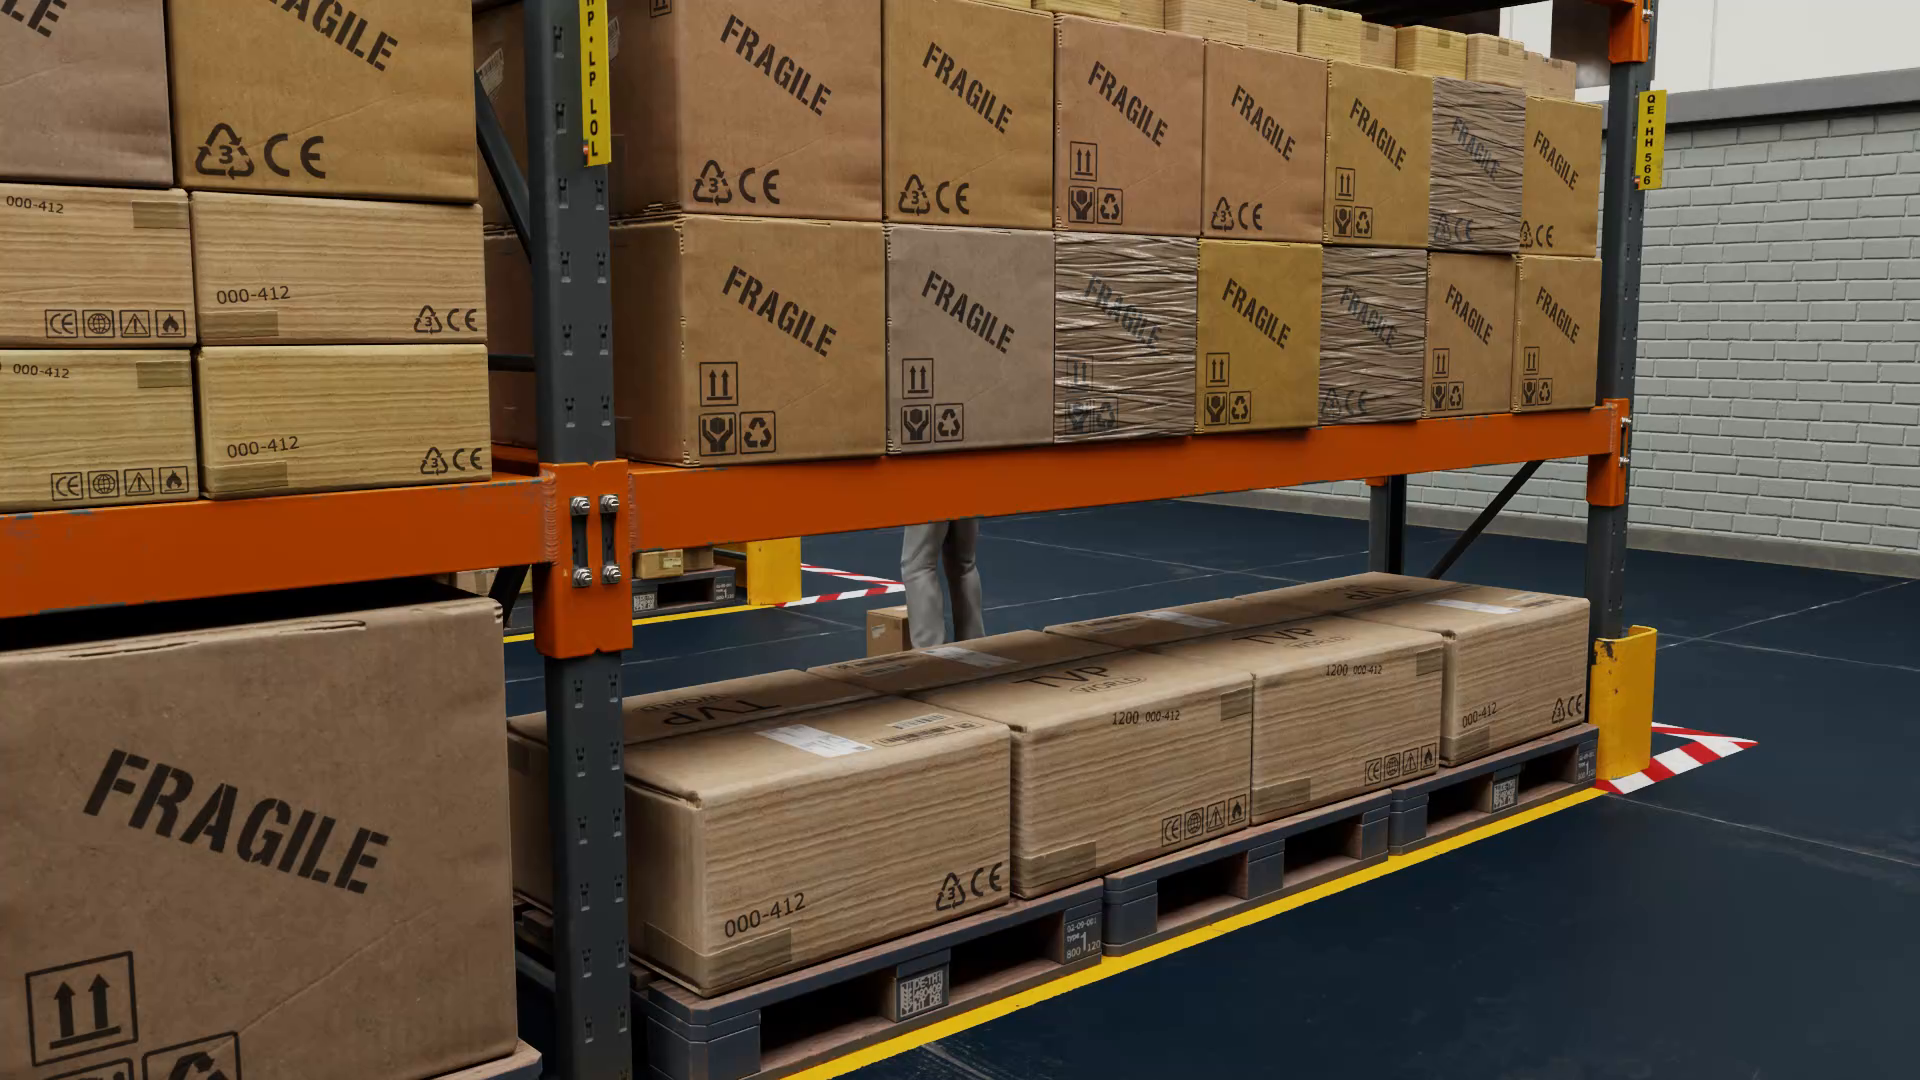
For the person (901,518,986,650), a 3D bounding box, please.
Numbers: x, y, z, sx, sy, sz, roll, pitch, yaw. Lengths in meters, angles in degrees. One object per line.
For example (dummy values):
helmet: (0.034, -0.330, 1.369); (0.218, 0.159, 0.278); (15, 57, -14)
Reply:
person: (-0.090, -0.226, 7.514); (0.507, 1.671, 0.369); (-7, 10, -44)
